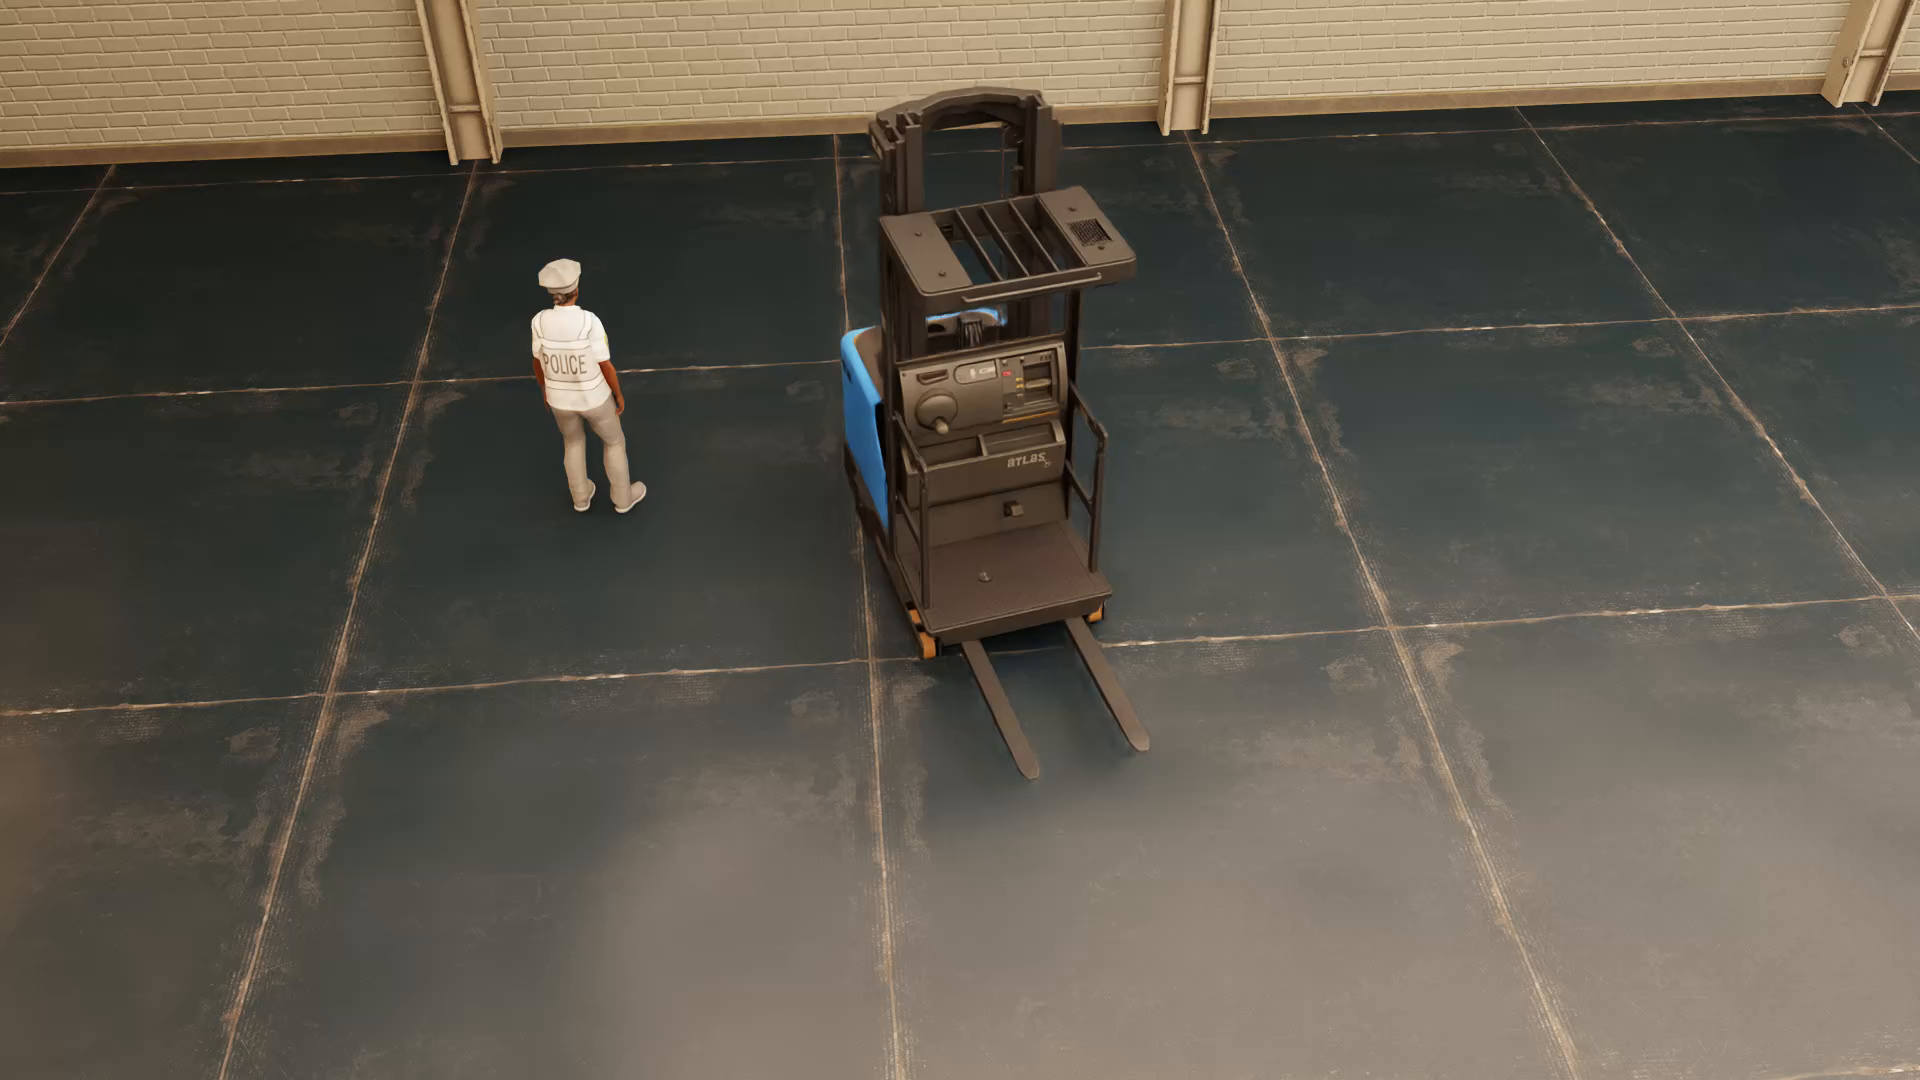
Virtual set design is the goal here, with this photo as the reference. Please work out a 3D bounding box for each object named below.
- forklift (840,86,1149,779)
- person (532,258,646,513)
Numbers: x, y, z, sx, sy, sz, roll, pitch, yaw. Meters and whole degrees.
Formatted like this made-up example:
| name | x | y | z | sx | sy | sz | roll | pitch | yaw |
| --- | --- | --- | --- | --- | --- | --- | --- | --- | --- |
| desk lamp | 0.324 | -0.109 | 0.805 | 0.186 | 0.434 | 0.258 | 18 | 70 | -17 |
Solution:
| name | x | y | z | sx | sy | sz | roll | pitch | yaw |
| --- | --- | --- | --- | --- | --- | --- | --- | --- | --- |
| forklift | 0.199 | -0.736 | 8.799 | 1.130 | 2.935 | 3.031 | -12 | 42 | -13 |
| person | -2.252 | -0.868 | 9.936 | 0.512 | 1.656 | 0.397 | 4 | 41 | 5 |
